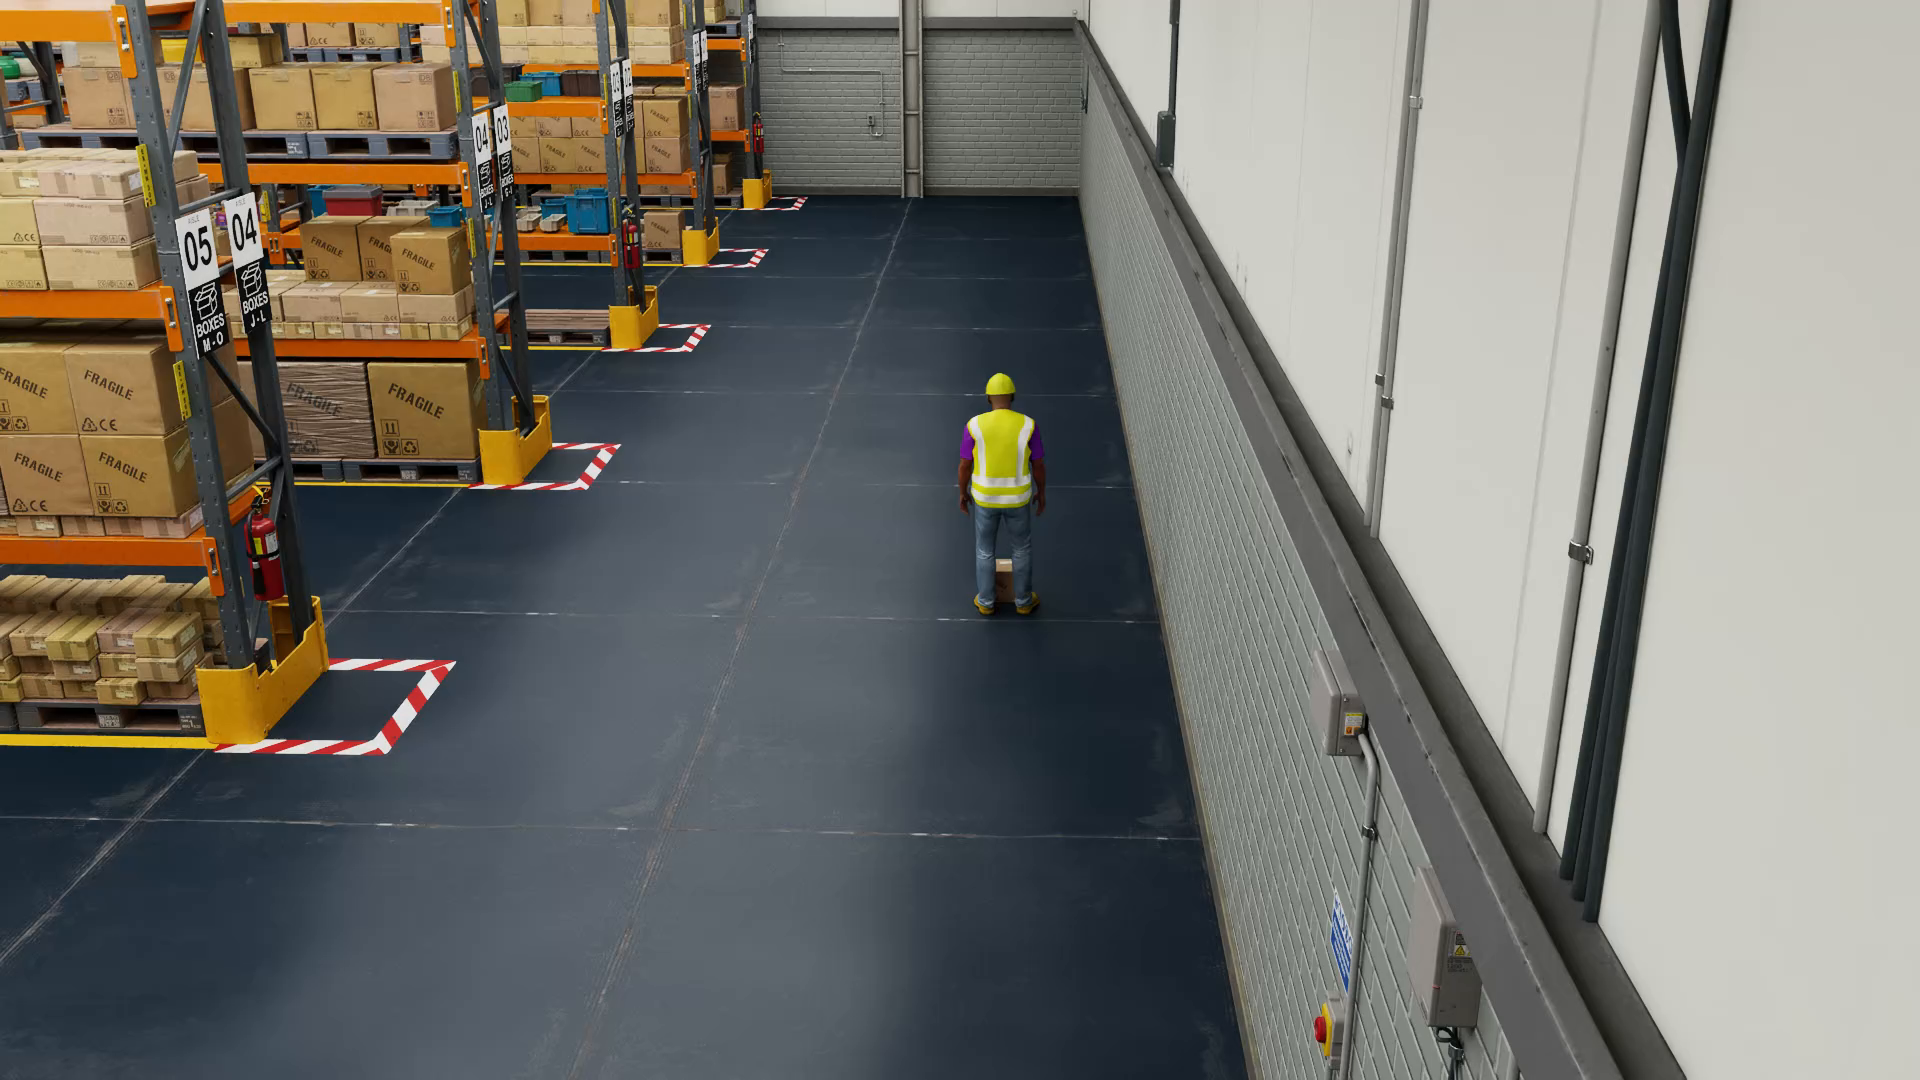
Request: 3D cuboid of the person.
[{"bbox_3d":[0.304,-0.323,11.909,0.627,1.761,0.456,1,21,2],"label":"person"}]
